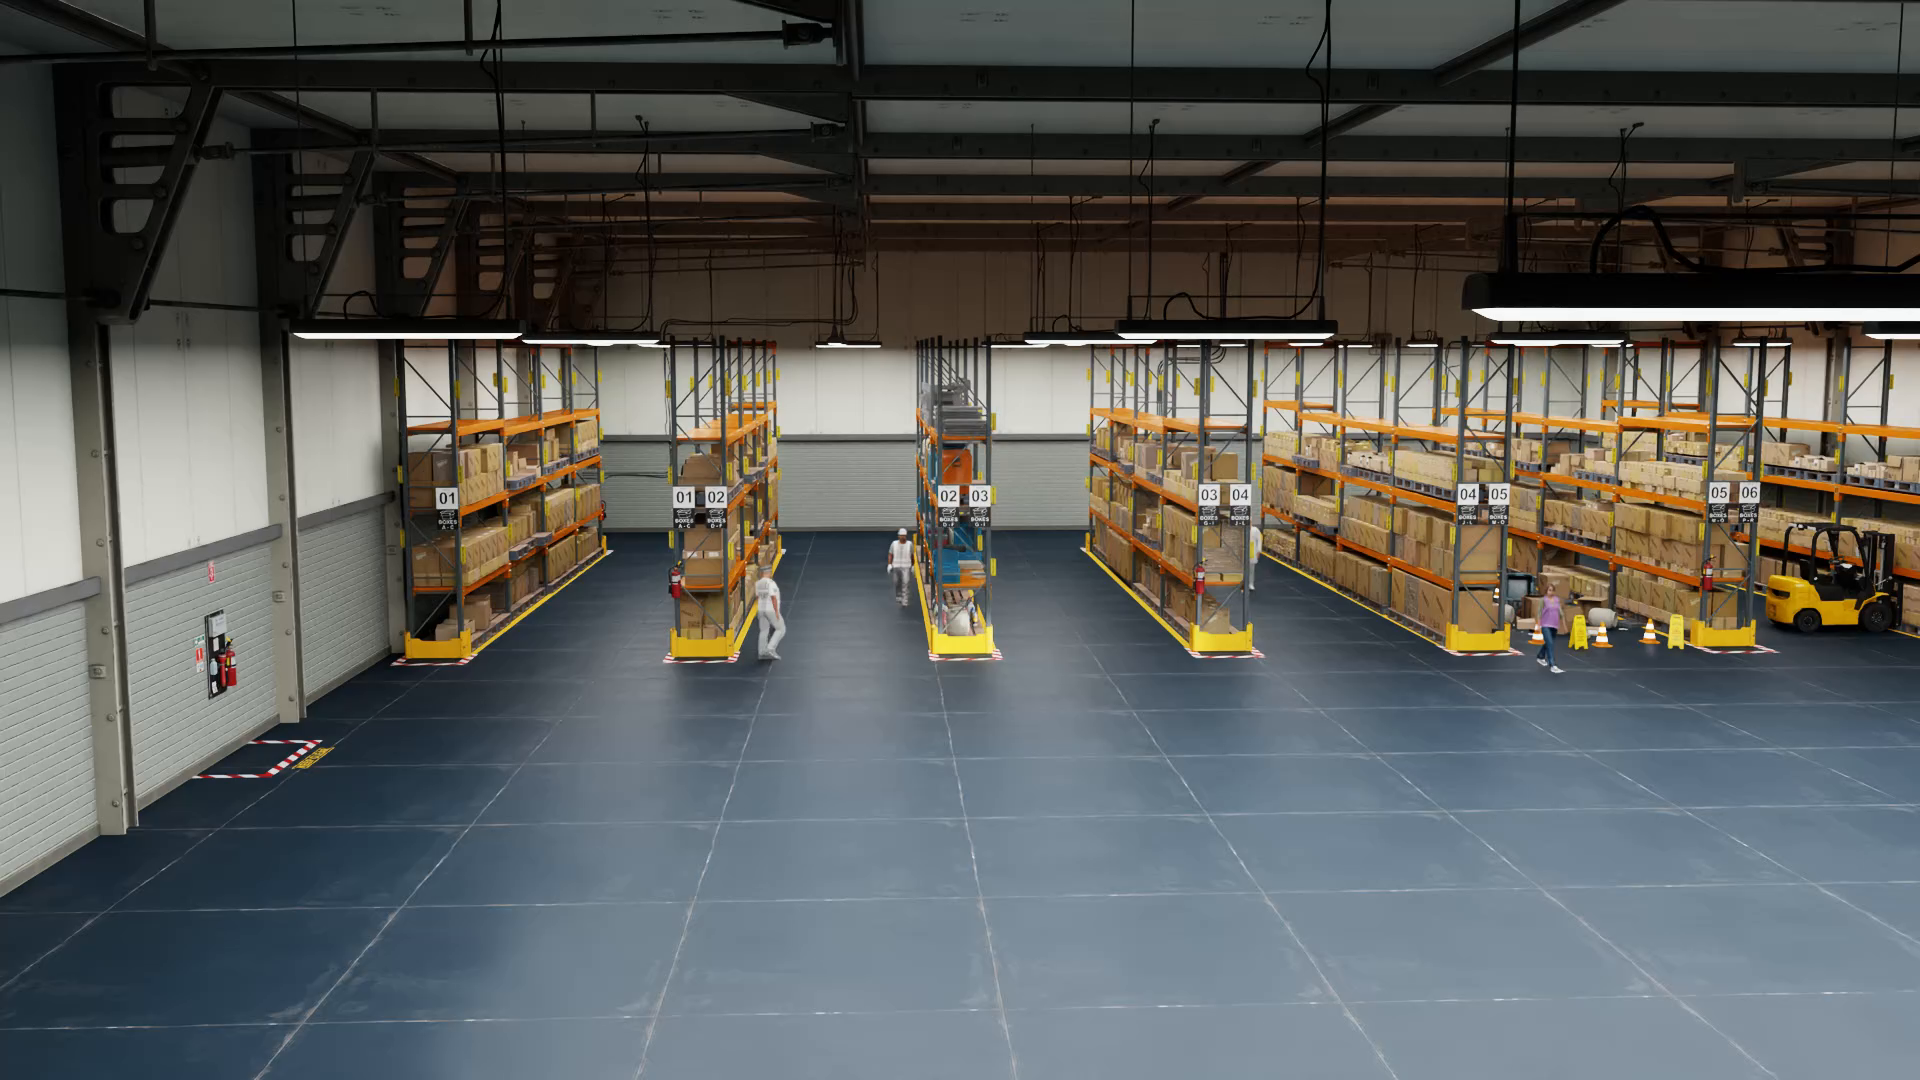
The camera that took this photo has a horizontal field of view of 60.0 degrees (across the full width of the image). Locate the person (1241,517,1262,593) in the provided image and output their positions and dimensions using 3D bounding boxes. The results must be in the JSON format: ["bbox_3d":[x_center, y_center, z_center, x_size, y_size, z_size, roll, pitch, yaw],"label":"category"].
[{"bbox_3d":[6.890,0.350,39.726,0.632,1.826,0.639,2,7,13],"label":"person"}]

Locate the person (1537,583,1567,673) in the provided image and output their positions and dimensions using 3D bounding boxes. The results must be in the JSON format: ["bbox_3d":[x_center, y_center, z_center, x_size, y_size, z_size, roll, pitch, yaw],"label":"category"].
[{"bbox_3d":[10.600,1.547,29.824,0.436,1.547,0.908,-1,7,-11],"label":"person"}]

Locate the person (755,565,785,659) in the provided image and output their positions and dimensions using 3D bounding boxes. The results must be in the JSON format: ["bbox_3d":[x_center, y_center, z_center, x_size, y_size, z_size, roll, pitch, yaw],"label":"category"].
[{"bbox_3d":[-3.567,1.345,30.918,0.652,1.728,0.473,5,8,39],"label":"person"}]

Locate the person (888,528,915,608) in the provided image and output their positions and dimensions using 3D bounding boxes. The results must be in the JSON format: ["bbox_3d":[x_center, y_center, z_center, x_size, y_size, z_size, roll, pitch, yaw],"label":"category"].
[{"bbox_3d":[-1.323,0.618,37.291,0.585,1.748,1.007,0,6,2],"label":"person"}]
